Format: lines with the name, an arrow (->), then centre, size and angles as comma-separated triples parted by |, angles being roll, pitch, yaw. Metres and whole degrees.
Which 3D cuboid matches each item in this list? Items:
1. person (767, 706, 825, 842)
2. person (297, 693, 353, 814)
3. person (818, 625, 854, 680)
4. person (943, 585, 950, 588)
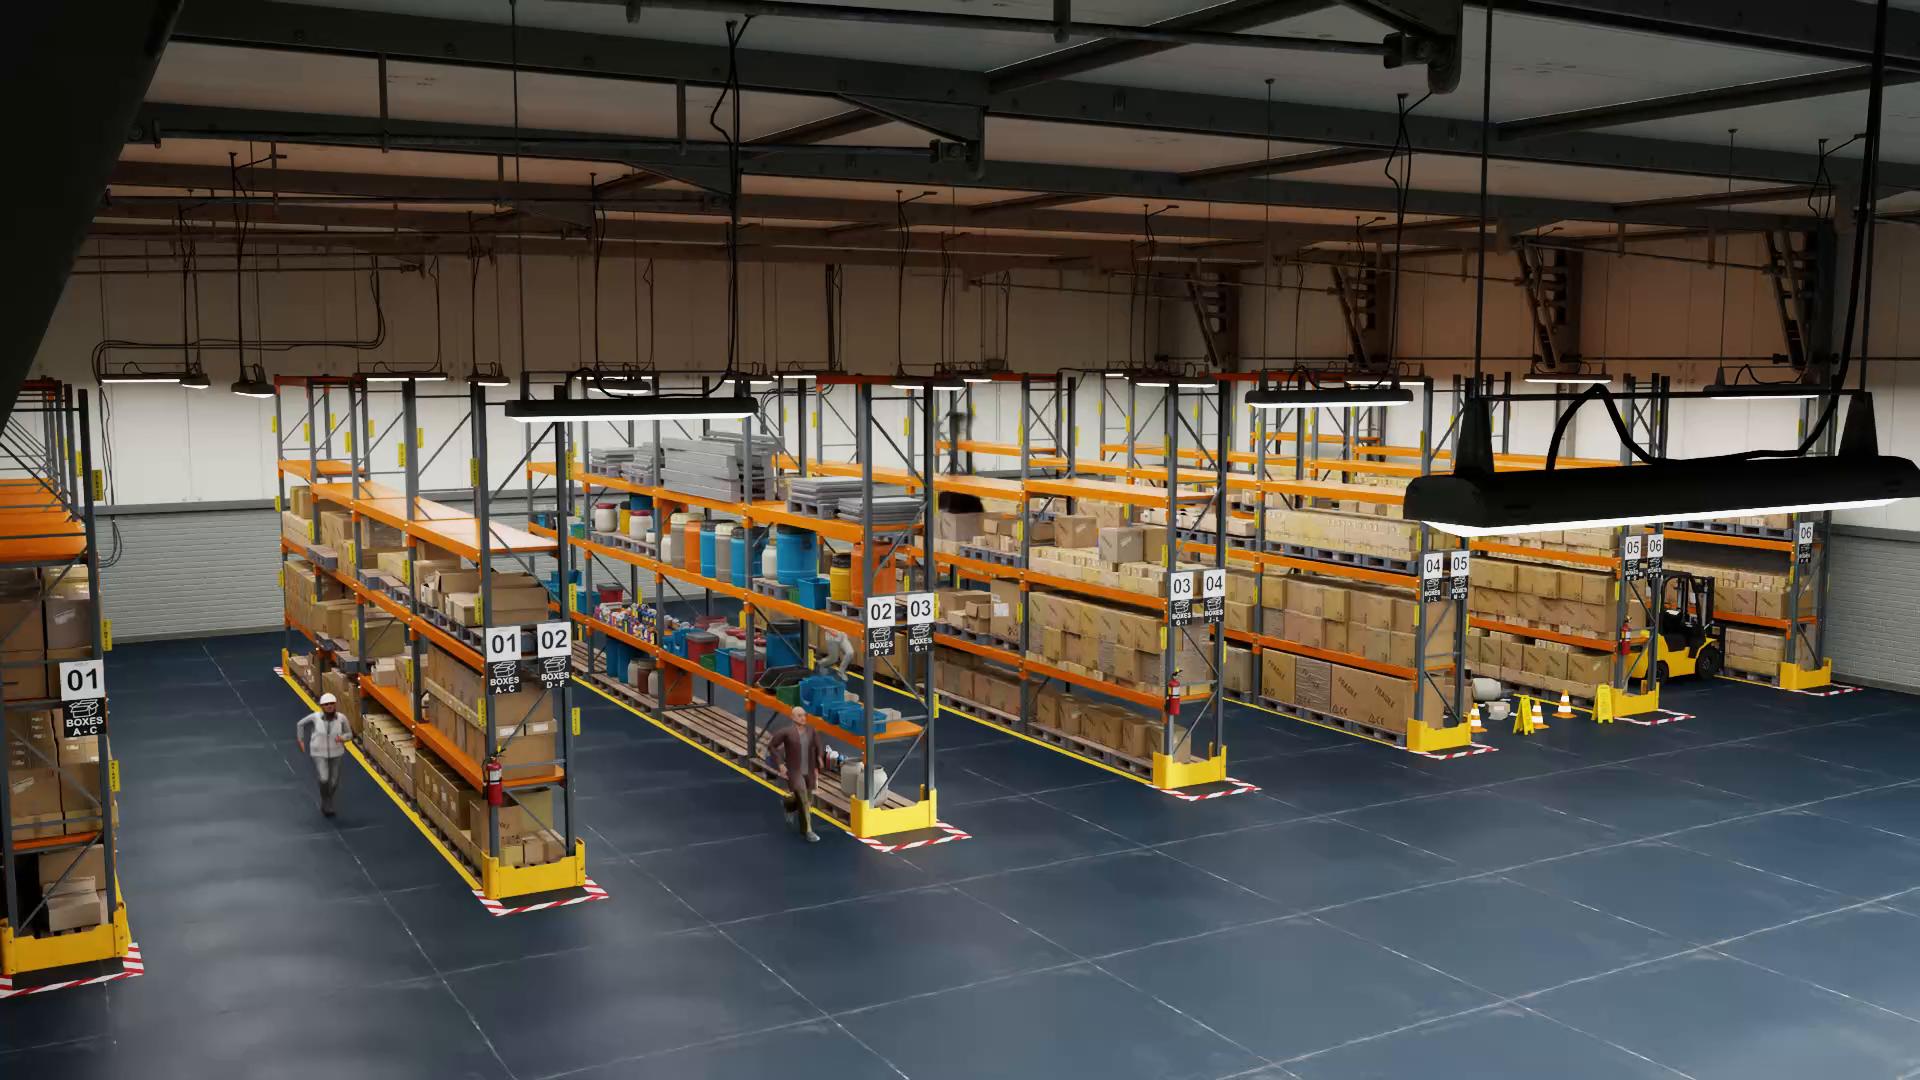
person -> -2.153, 3.089, 21.956 | 0.744, 1.674, 0.945 | -5, 8, -37
person -> -8.714, 2.955, 22.878 | 0.691, 1.721, 0.757 | -3, 7, -28
person -> -2.368, 1.818, 31.704 | 0.672, 1.627, 0.851 | -5, 8, -38
person -> -0.290, 1.760, 34.515 | 0.508, 1.647, 0.728 | -4, 8, -35
